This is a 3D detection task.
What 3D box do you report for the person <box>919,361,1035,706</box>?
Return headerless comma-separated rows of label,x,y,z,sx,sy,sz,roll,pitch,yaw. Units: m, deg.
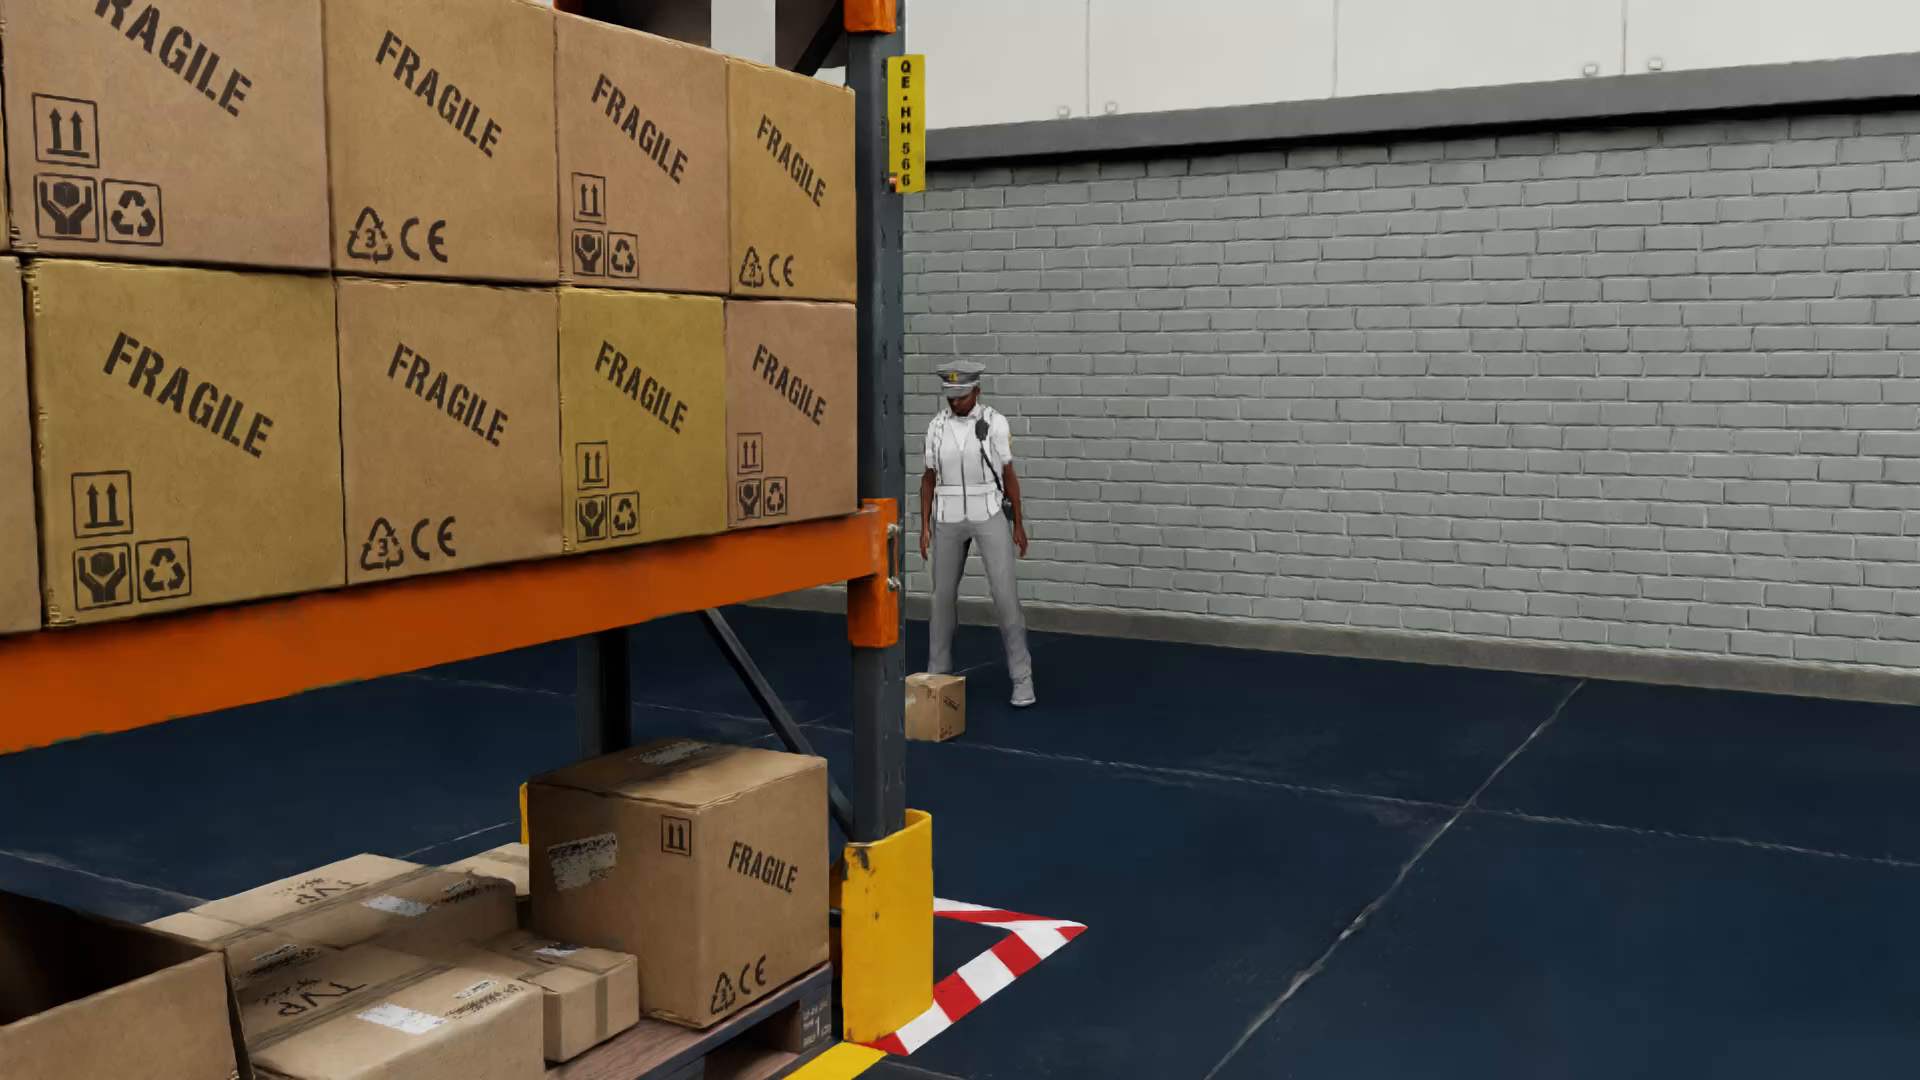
person,0.088,-0.048,8.164,0.623,1.656,0.429,1,6,13
